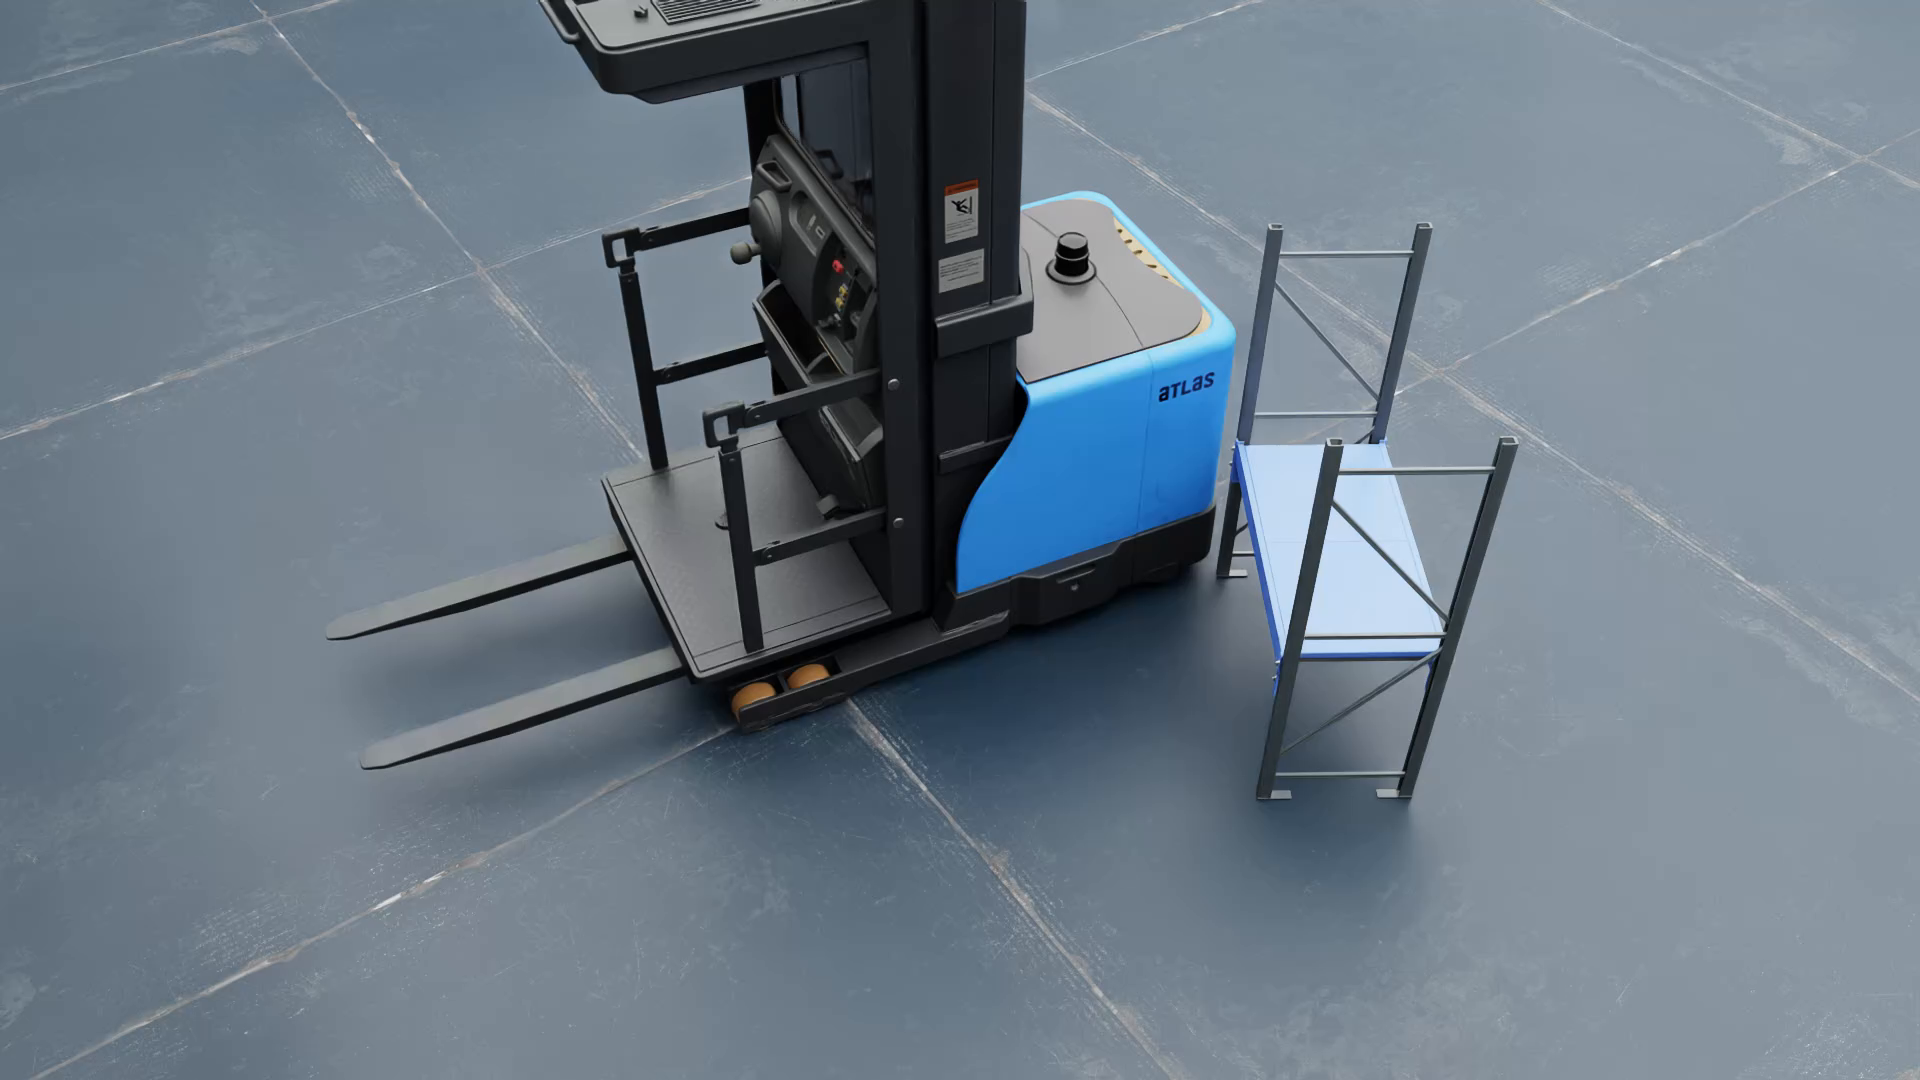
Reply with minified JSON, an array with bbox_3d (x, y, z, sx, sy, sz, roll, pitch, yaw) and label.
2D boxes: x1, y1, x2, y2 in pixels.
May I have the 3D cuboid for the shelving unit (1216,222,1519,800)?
[{"bbox_3d":[1.202,-0.067,5.234,0.538,1.500,1.048,-1,44,-1],"label":"shelving unit"}]

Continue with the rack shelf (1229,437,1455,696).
[{"bbox_3d":[1.202,0.063,5.358,0.538,0.185,1.000,-1,44,-1],"label":"rack shelf"}]

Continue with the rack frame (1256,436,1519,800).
[{"bbox_3d":[1.209,0.284,4.867,0.500,1.500,0.032,-1,44,-1],"label":"rack frame"}]

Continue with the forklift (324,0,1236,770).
[{"bbox_3d":[-0.636,-0.839,5.006,3.031,2.935,1.130,-18,47,-18],"label":"forklift"}]

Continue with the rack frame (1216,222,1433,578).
[{"bbox_3d":[1.194,-0.418,5.602,0.500,1.500,0.032,-1,44,-1],"label":"rack frame"}]
